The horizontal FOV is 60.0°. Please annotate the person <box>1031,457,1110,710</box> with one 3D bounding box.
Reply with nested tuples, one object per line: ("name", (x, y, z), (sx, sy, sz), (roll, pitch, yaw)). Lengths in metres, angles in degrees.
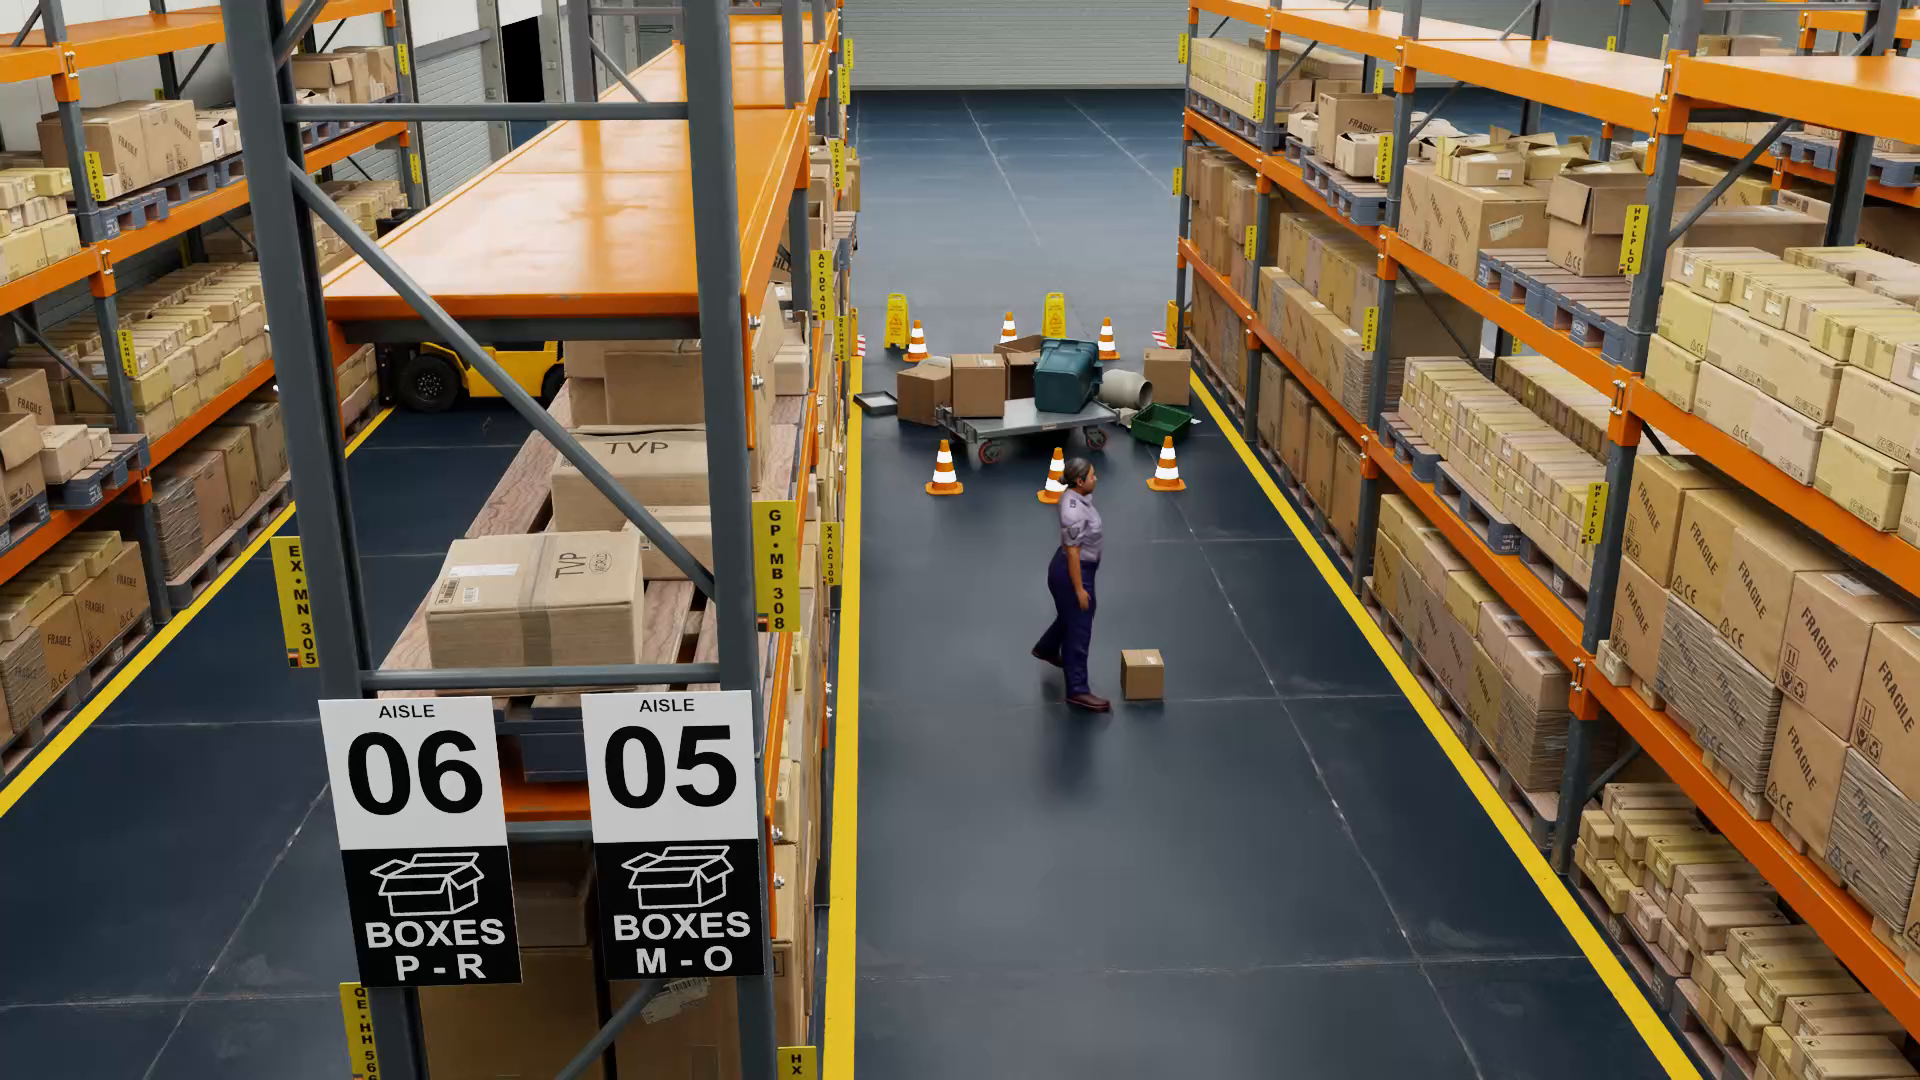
("person", (0.749, 0.232, 10.955), (0.523, 1.660, 0.657), (1, 21, 4))
